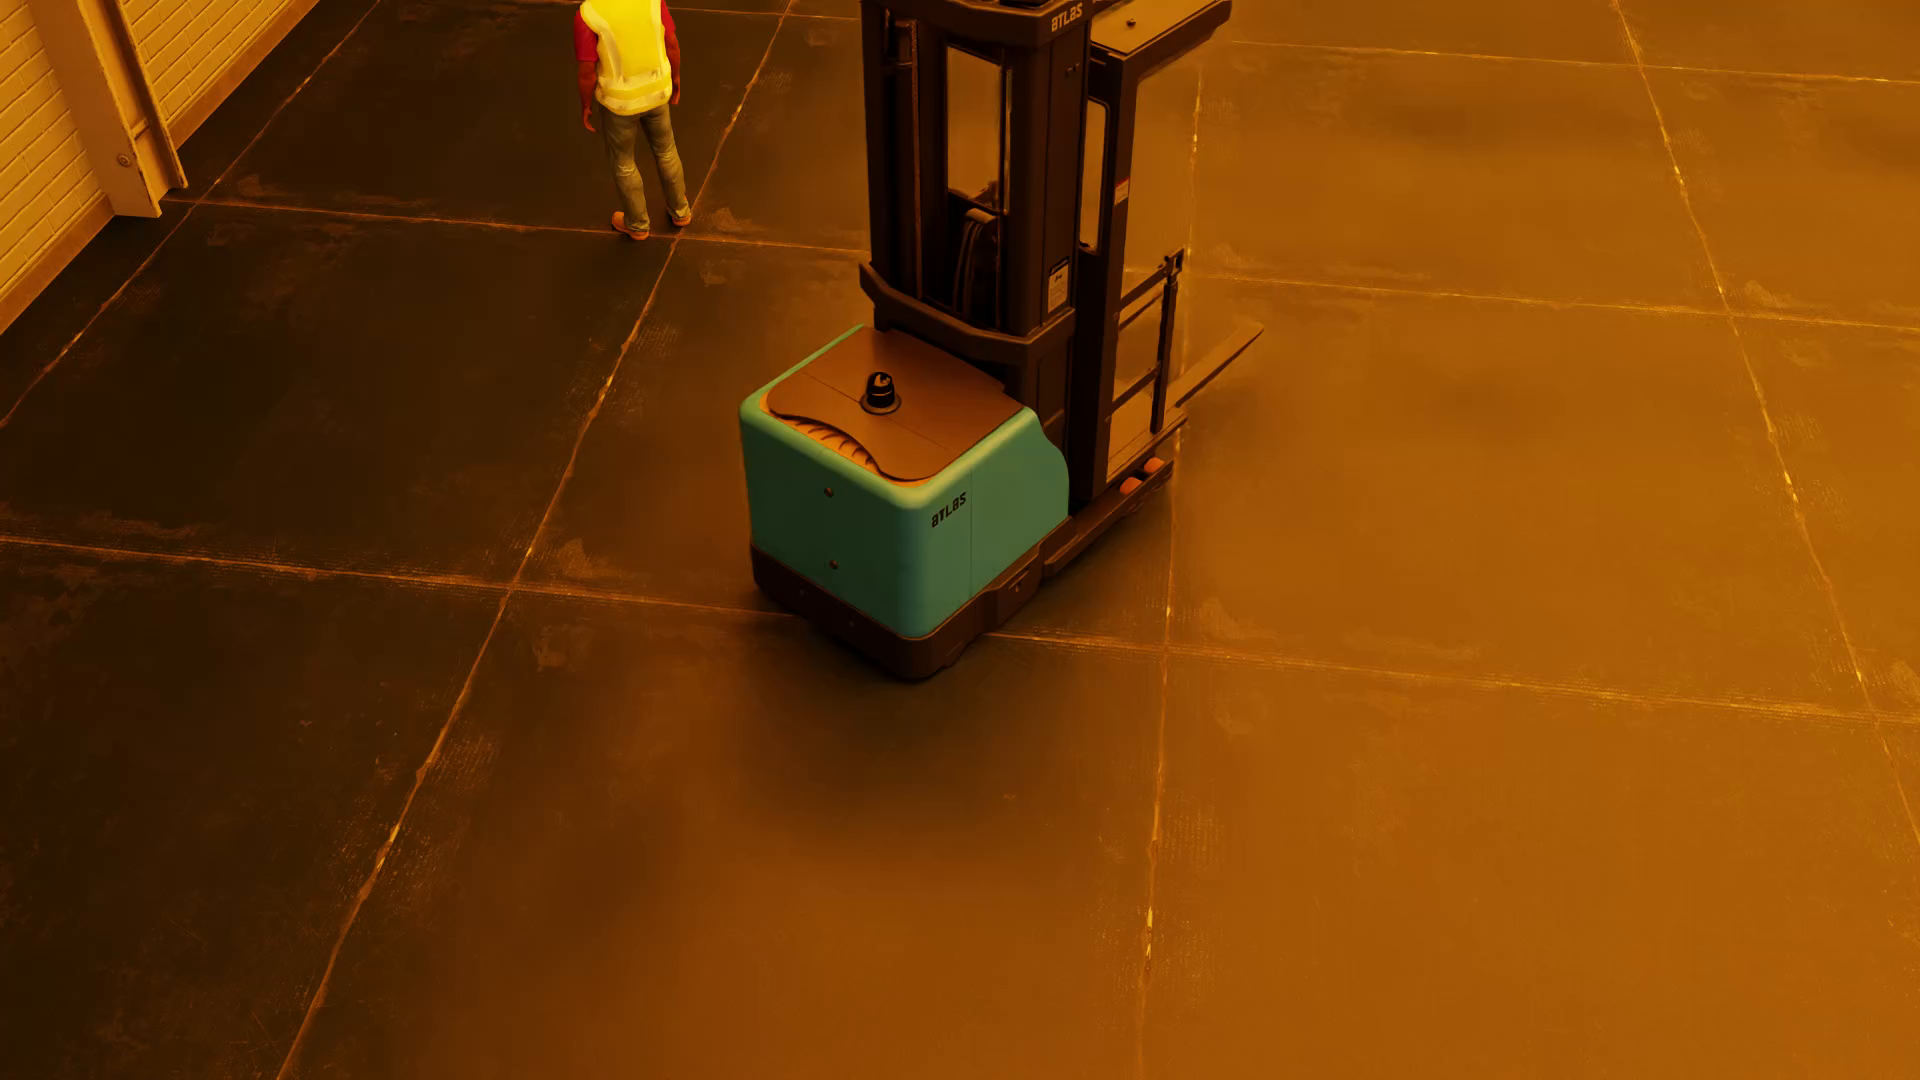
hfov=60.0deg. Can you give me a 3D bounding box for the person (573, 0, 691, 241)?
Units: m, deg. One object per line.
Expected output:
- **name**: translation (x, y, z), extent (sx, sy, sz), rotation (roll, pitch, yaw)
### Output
- **person**: translation (-1.851, -2.519, 9.336), extent (0.630, 1.759, 0.461), rotation (-26, 48, -25)

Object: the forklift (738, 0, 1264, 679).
- **forklift**: translation (0.387, -1.414, 7.263), extent (1.130, 2.935, 3.031), rotation (29, 50, 28)
